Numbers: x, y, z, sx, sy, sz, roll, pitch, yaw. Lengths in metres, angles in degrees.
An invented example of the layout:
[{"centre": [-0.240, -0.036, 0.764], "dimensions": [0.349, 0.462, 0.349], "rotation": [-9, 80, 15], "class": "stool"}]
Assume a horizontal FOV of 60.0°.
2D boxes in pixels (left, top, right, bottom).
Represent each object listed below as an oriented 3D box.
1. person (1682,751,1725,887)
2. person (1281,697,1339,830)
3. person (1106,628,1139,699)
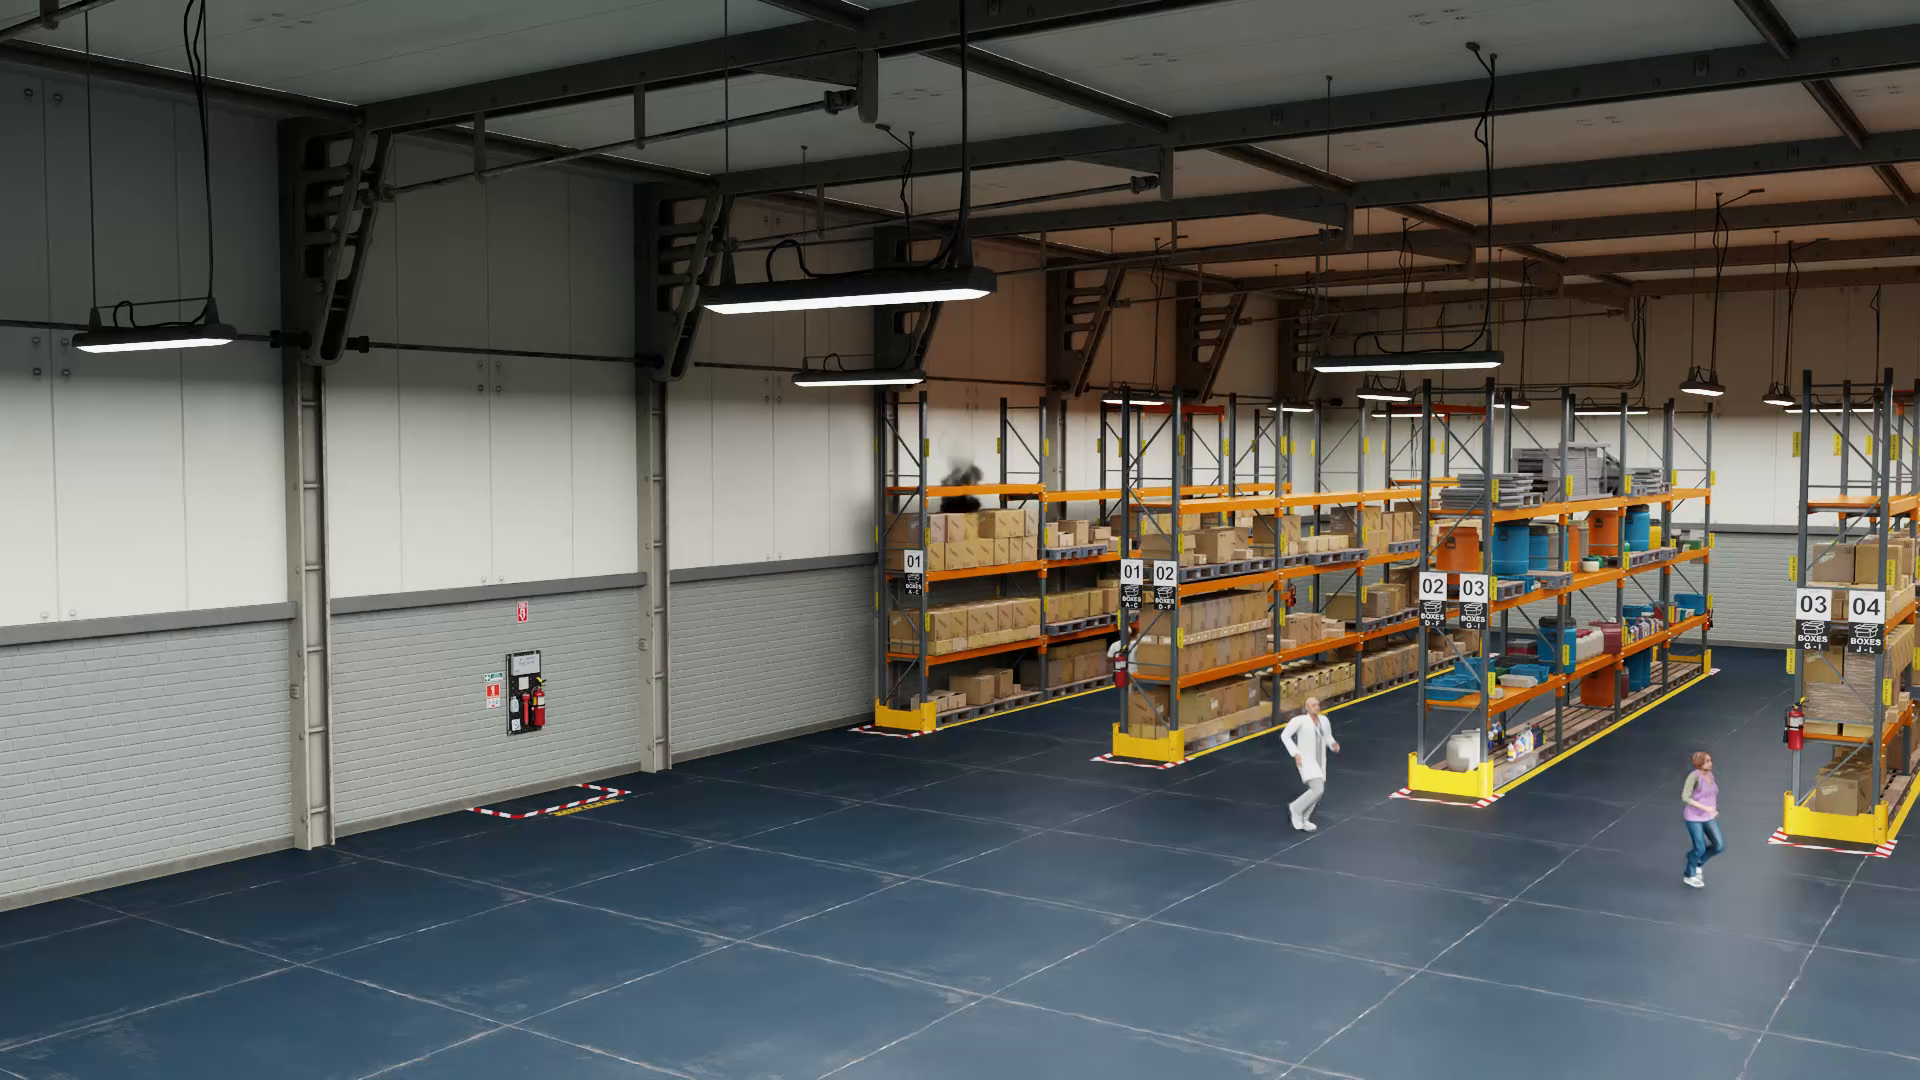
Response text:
[{"centre": [8.418, 3.168, 18.833], "dimensions": [0.539, 1.562, 0.533], "rotation": [-2, 4, -26], "class": "person"}, {"centre": [4.621, 2.919, 21.658], "dimensions": [0.685, 1.748, 0.671], "rotation": [-2, 4, -30], "class": "person"}, {"centre": [2.965, 2.432, 29.902], "dimensions": [0.695, 1.771, 0.962], "rotation": [1, 3, 21], "class": "person"}]
